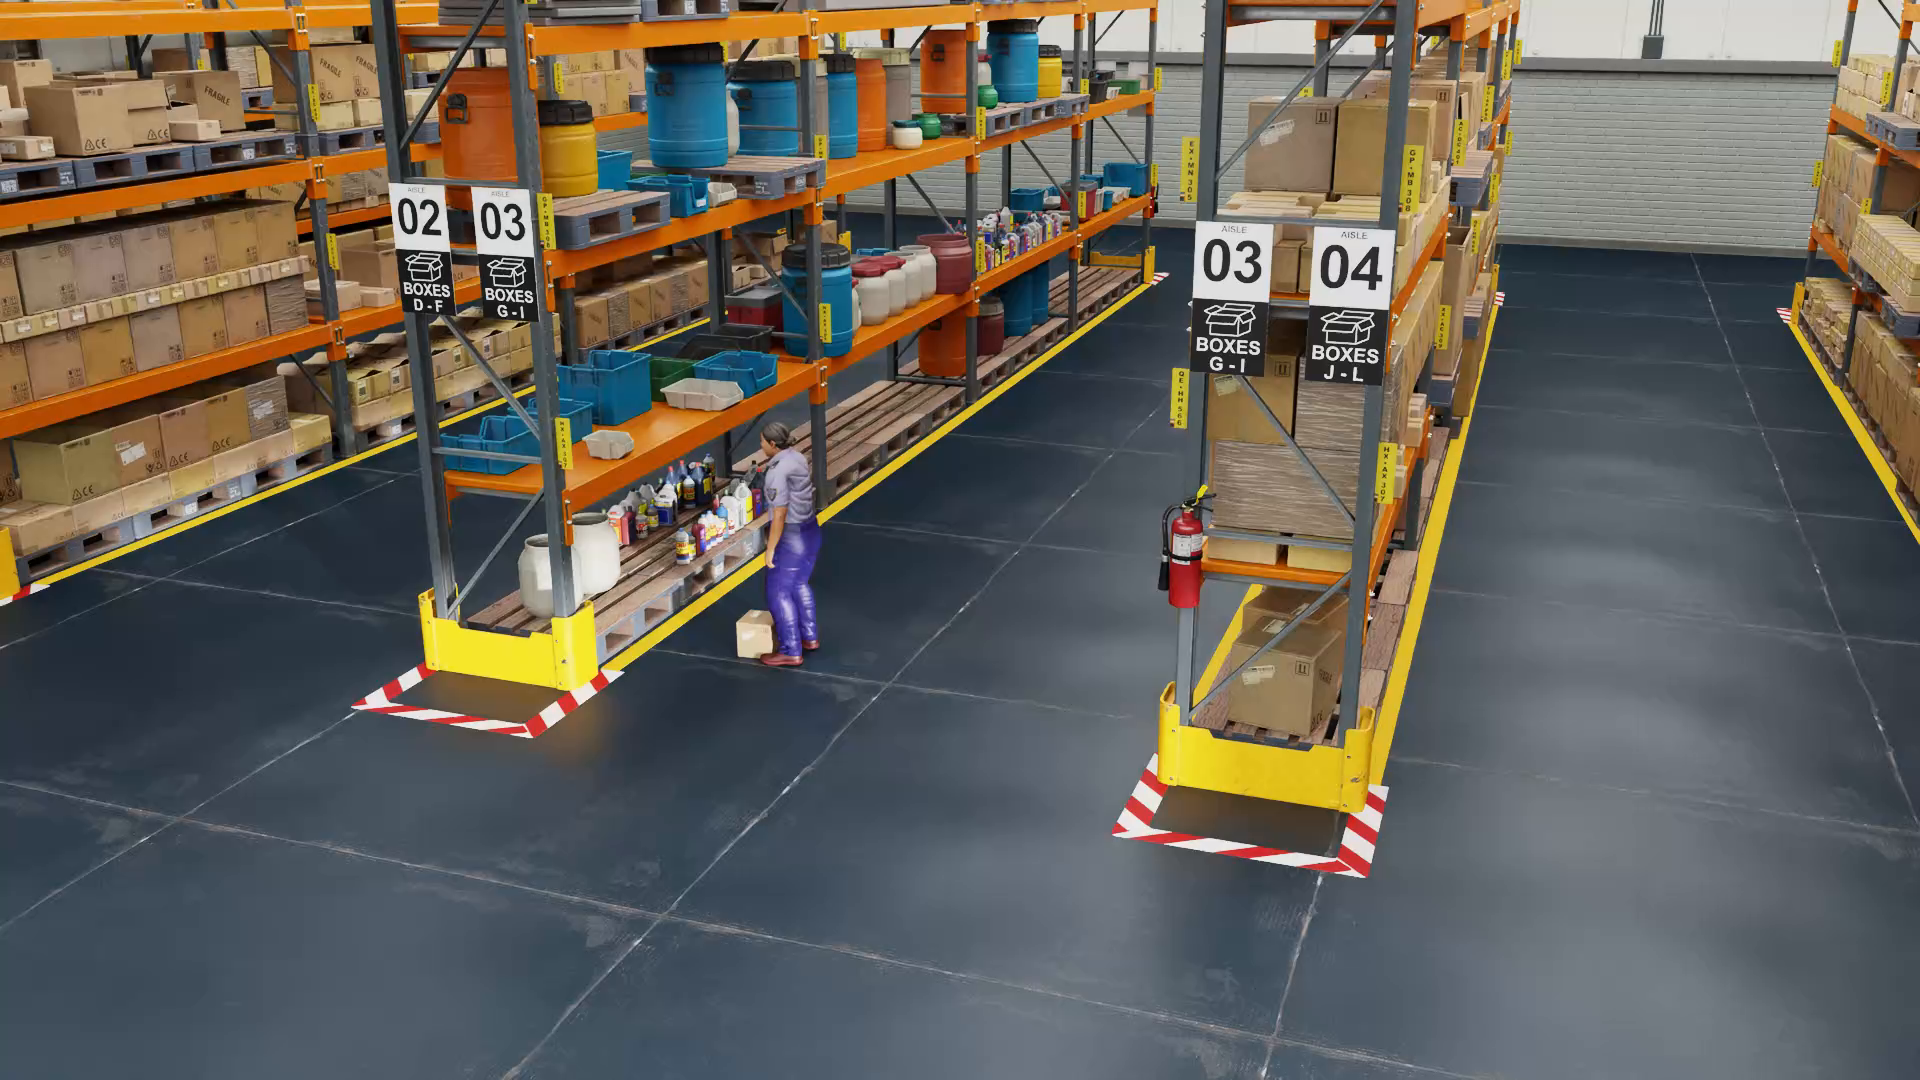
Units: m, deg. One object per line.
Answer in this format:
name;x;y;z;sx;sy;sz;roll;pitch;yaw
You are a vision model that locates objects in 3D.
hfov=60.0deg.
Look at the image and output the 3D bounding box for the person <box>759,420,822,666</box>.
person;-1.132;0.012;11.060;0.372;1.637;0.538;7;20;18
